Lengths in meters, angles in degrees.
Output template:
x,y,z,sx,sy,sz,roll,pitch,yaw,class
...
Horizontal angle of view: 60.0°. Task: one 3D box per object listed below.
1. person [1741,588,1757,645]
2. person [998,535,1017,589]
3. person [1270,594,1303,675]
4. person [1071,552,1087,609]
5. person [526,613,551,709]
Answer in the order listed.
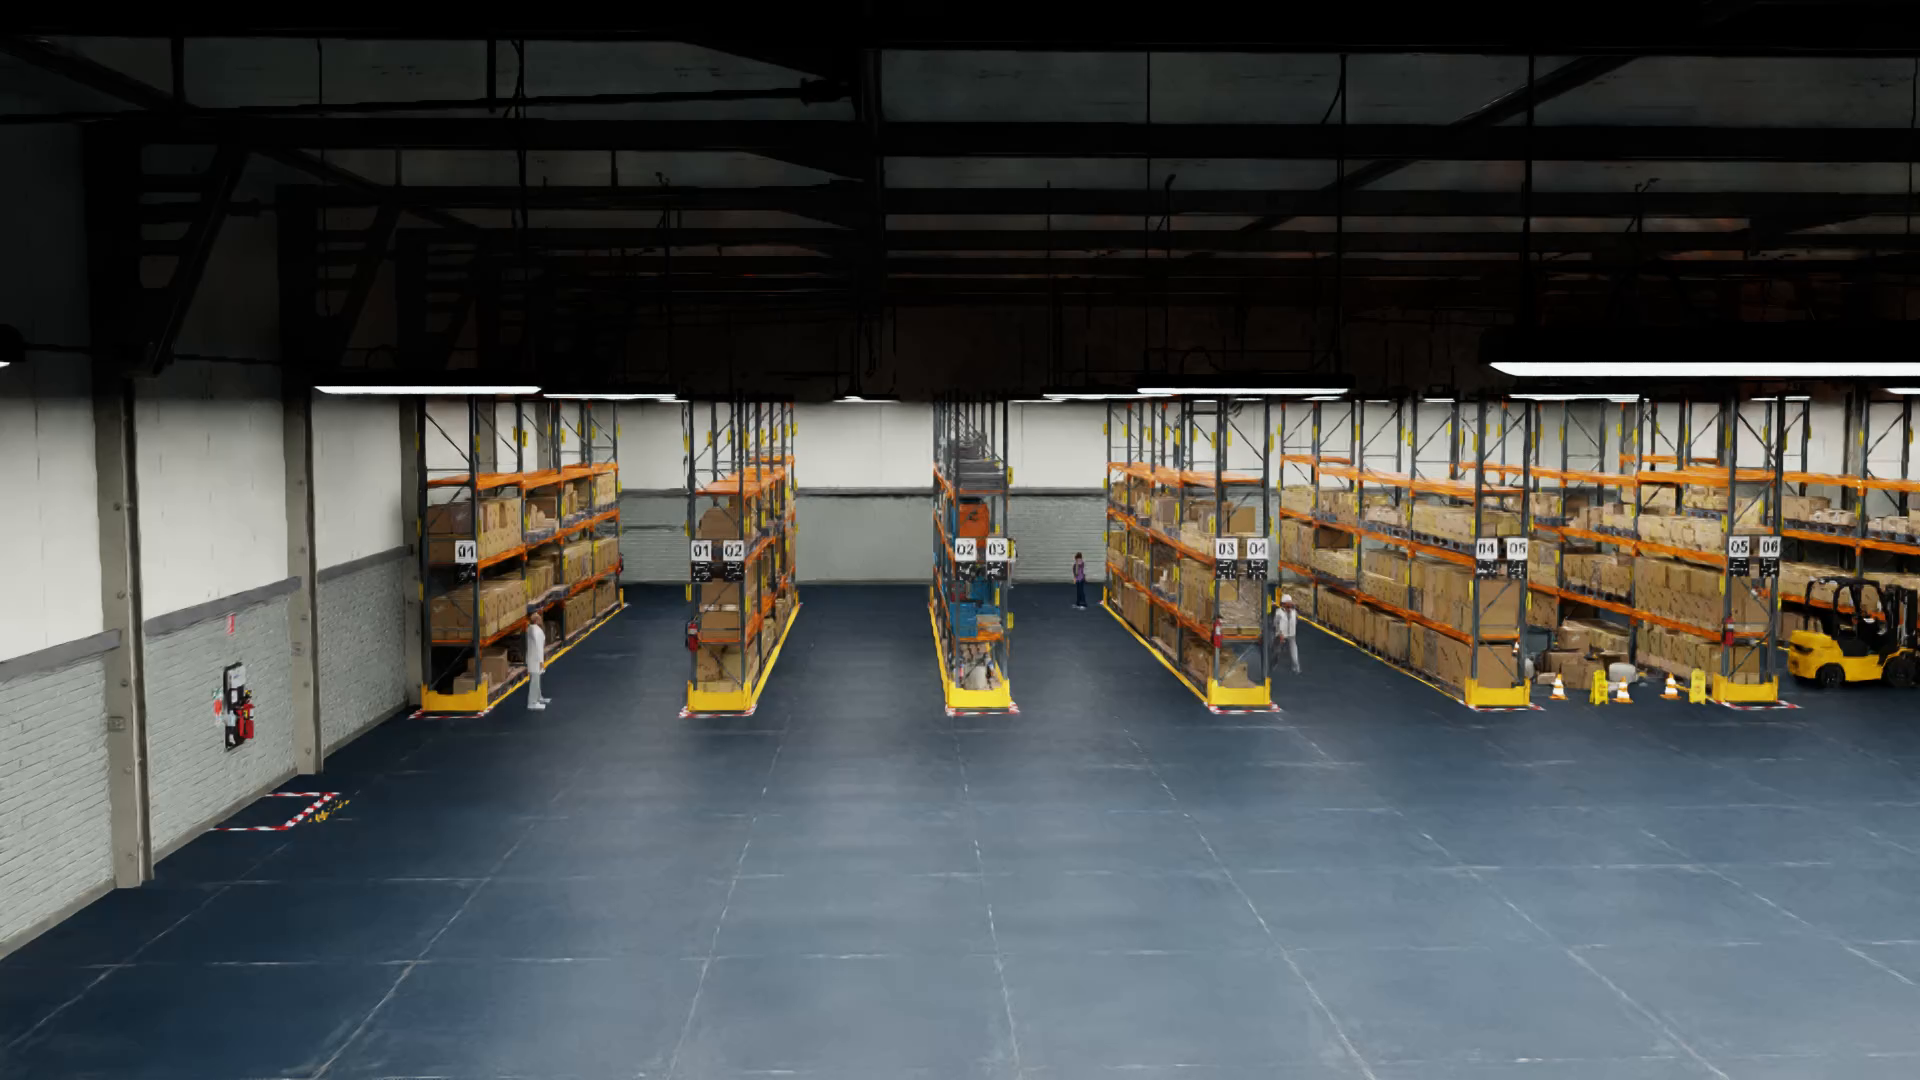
x,y,z,sx,sy,sz,roll,pitch,yaw,class
16.833,1.915,35.612,0.532,1.782,0.651,2,5,24,person
1.472,0.676,51.778,0.522,1.664,0.540,-4,6,-38,person
6.892,1.990,35.219,0.564,1.699,1.088,-1,5,-11,person
3.322,1.118,46.572,0.532,1.588,0.535,2,5,22,person
-7.949,2.258,31.372,0.519,1.787,0.654,-3,5,-29,person
